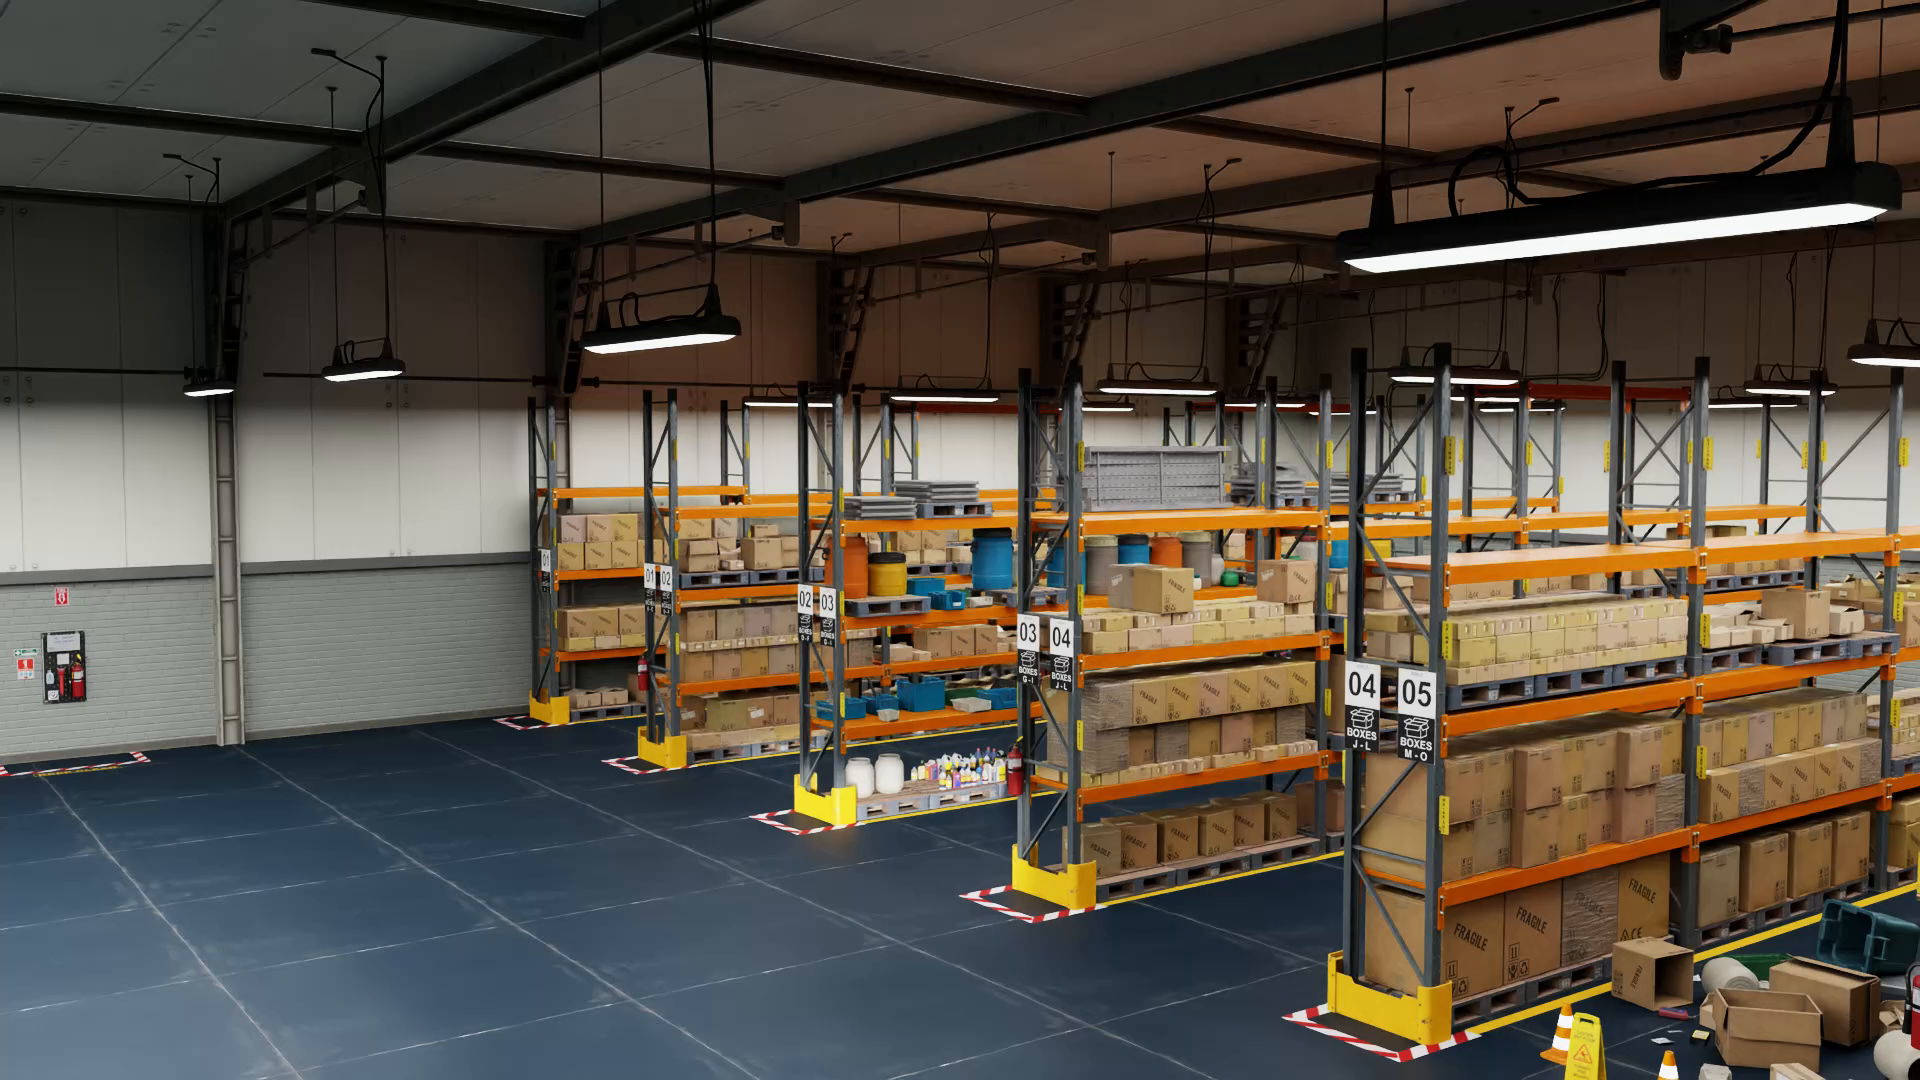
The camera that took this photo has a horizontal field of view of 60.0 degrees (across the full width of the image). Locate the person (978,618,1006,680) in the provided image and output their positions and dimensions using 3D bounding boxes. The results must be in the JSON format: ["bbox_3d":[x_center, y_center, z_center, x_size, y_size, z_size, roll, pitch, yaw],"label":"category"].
[{"bbox_3d":[0.604,2.313,33.410,0.981,1.719,0.580,-2,4,-29],"label":"person"}]

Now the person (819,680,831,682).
[{"bbox_3d":[-2.501,2.462,30.663,0.571,1.770,0.616,-2,4,-26],"label":"person"}]
